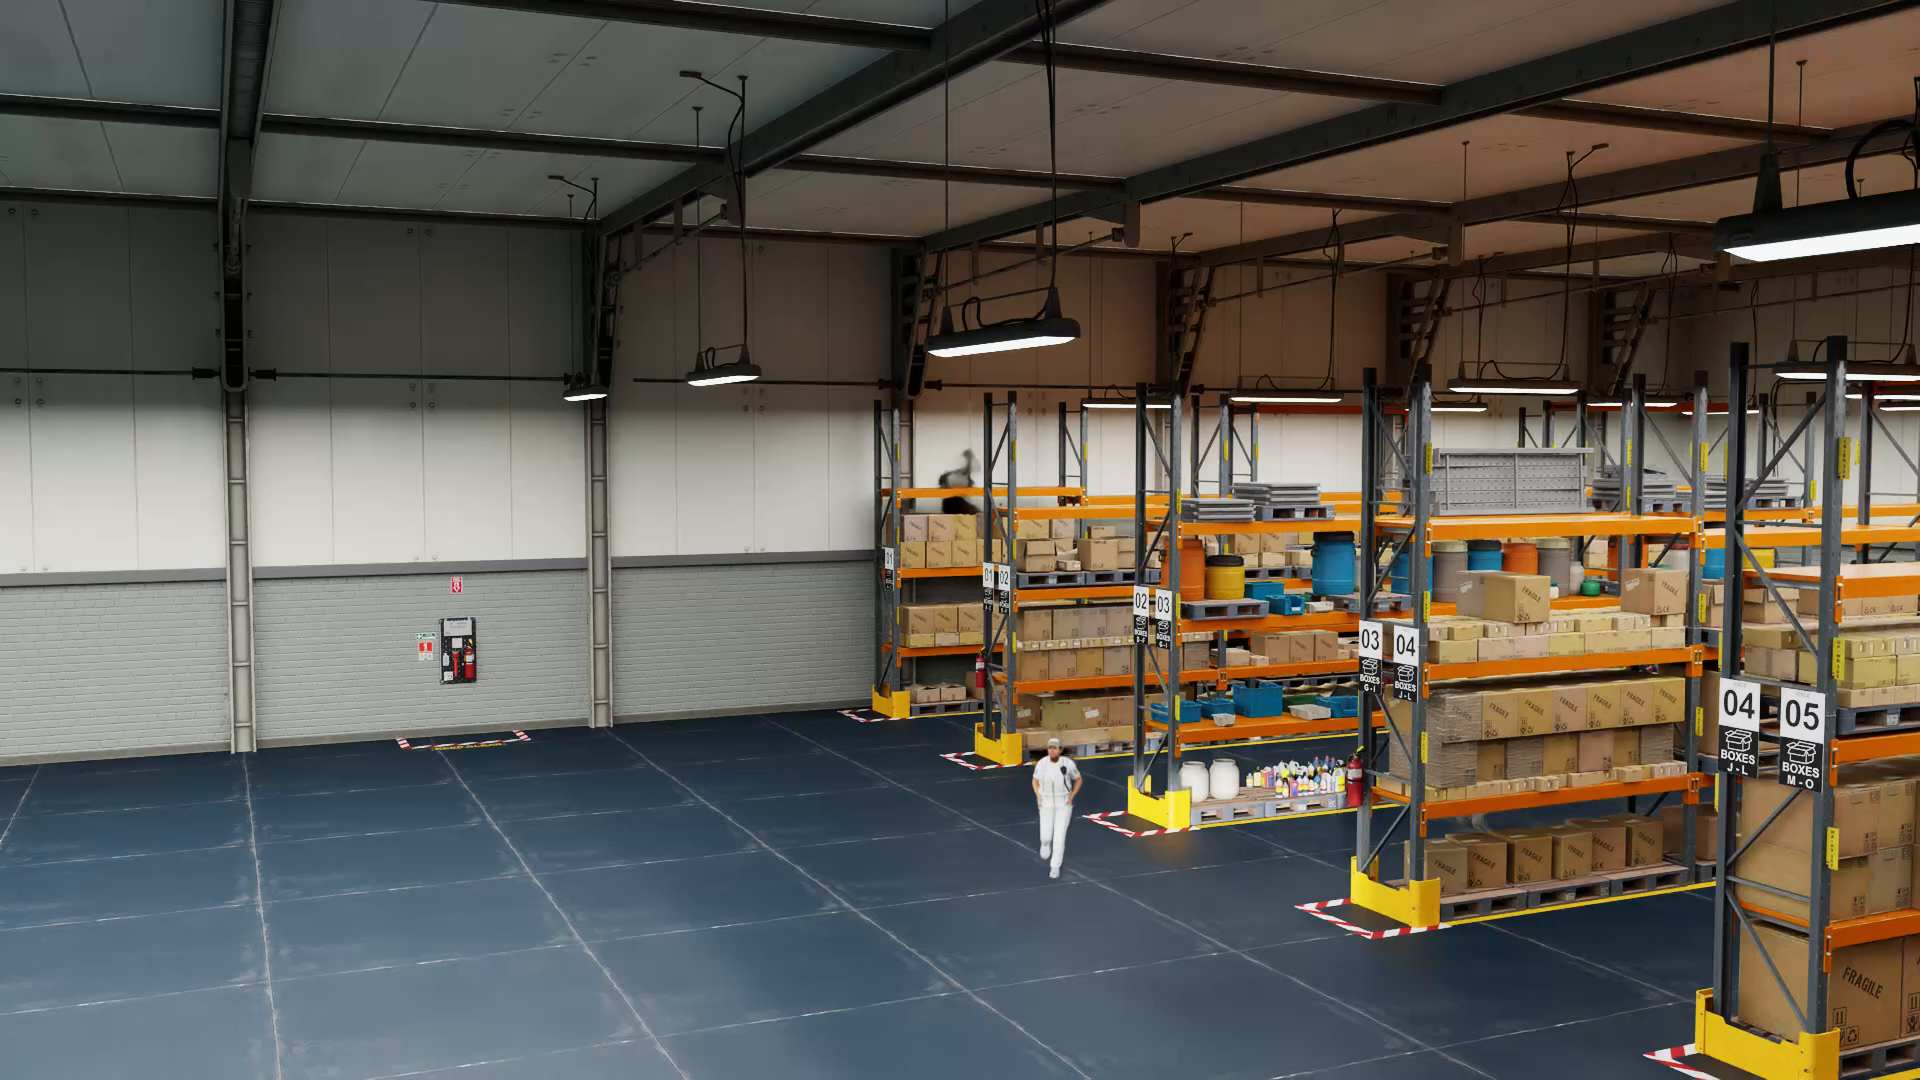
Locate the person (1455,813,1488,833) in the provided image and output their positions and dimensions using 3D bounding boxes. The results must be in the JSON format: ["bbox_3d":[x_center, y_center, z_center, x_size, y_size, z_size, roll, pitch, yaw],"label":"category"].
[{"bbox_3d":[6.434,3.127,20.800,0.541,1.658,0.615,-2,4,-30],"label":"person"}]

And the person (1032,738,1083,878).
[{"bbox_3d":[1.175,3.193,20.067,0.607,1.650,0.641,1,3,11],"label":"person"}]
